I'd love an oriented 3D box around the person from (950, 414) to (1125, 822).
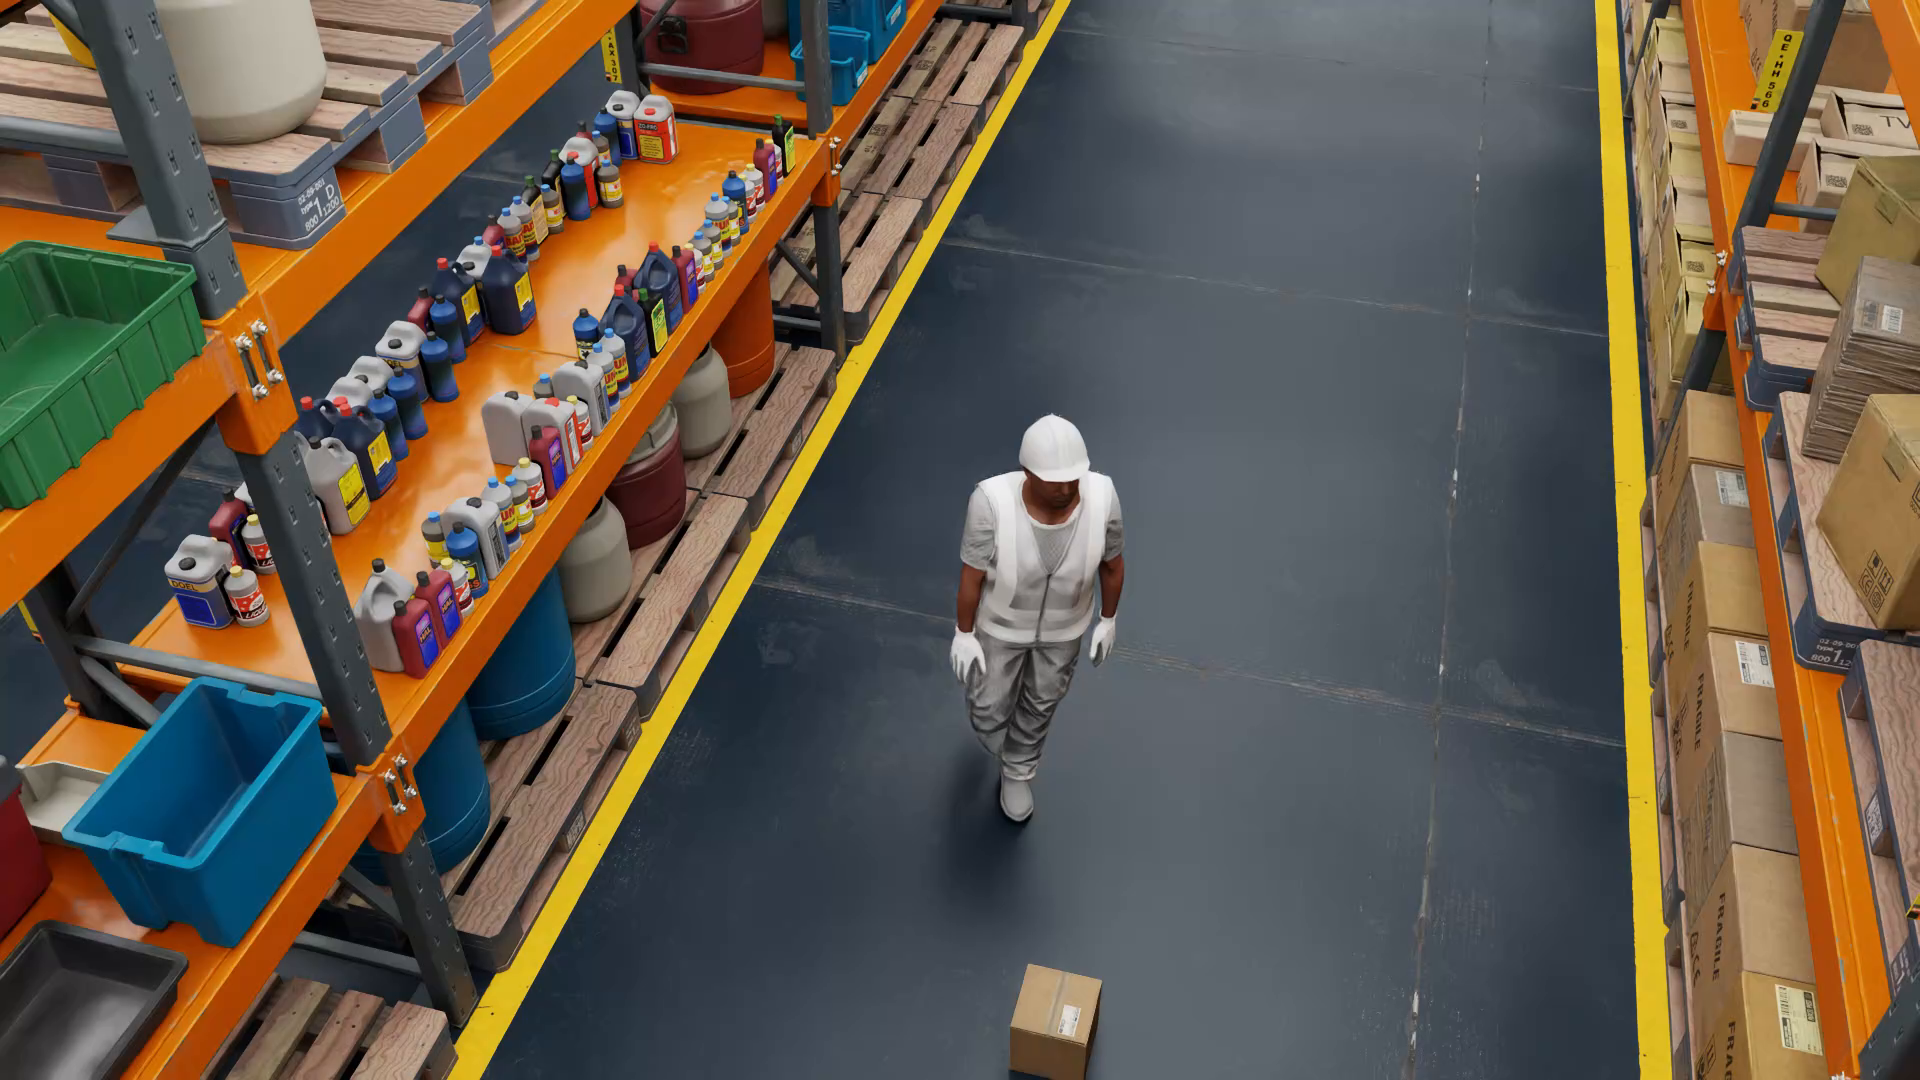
[{"bbox_3d":[0.251,0.236,5.844,0.609,1.780,0.553,-4,41,-4],"label":"person"}]
